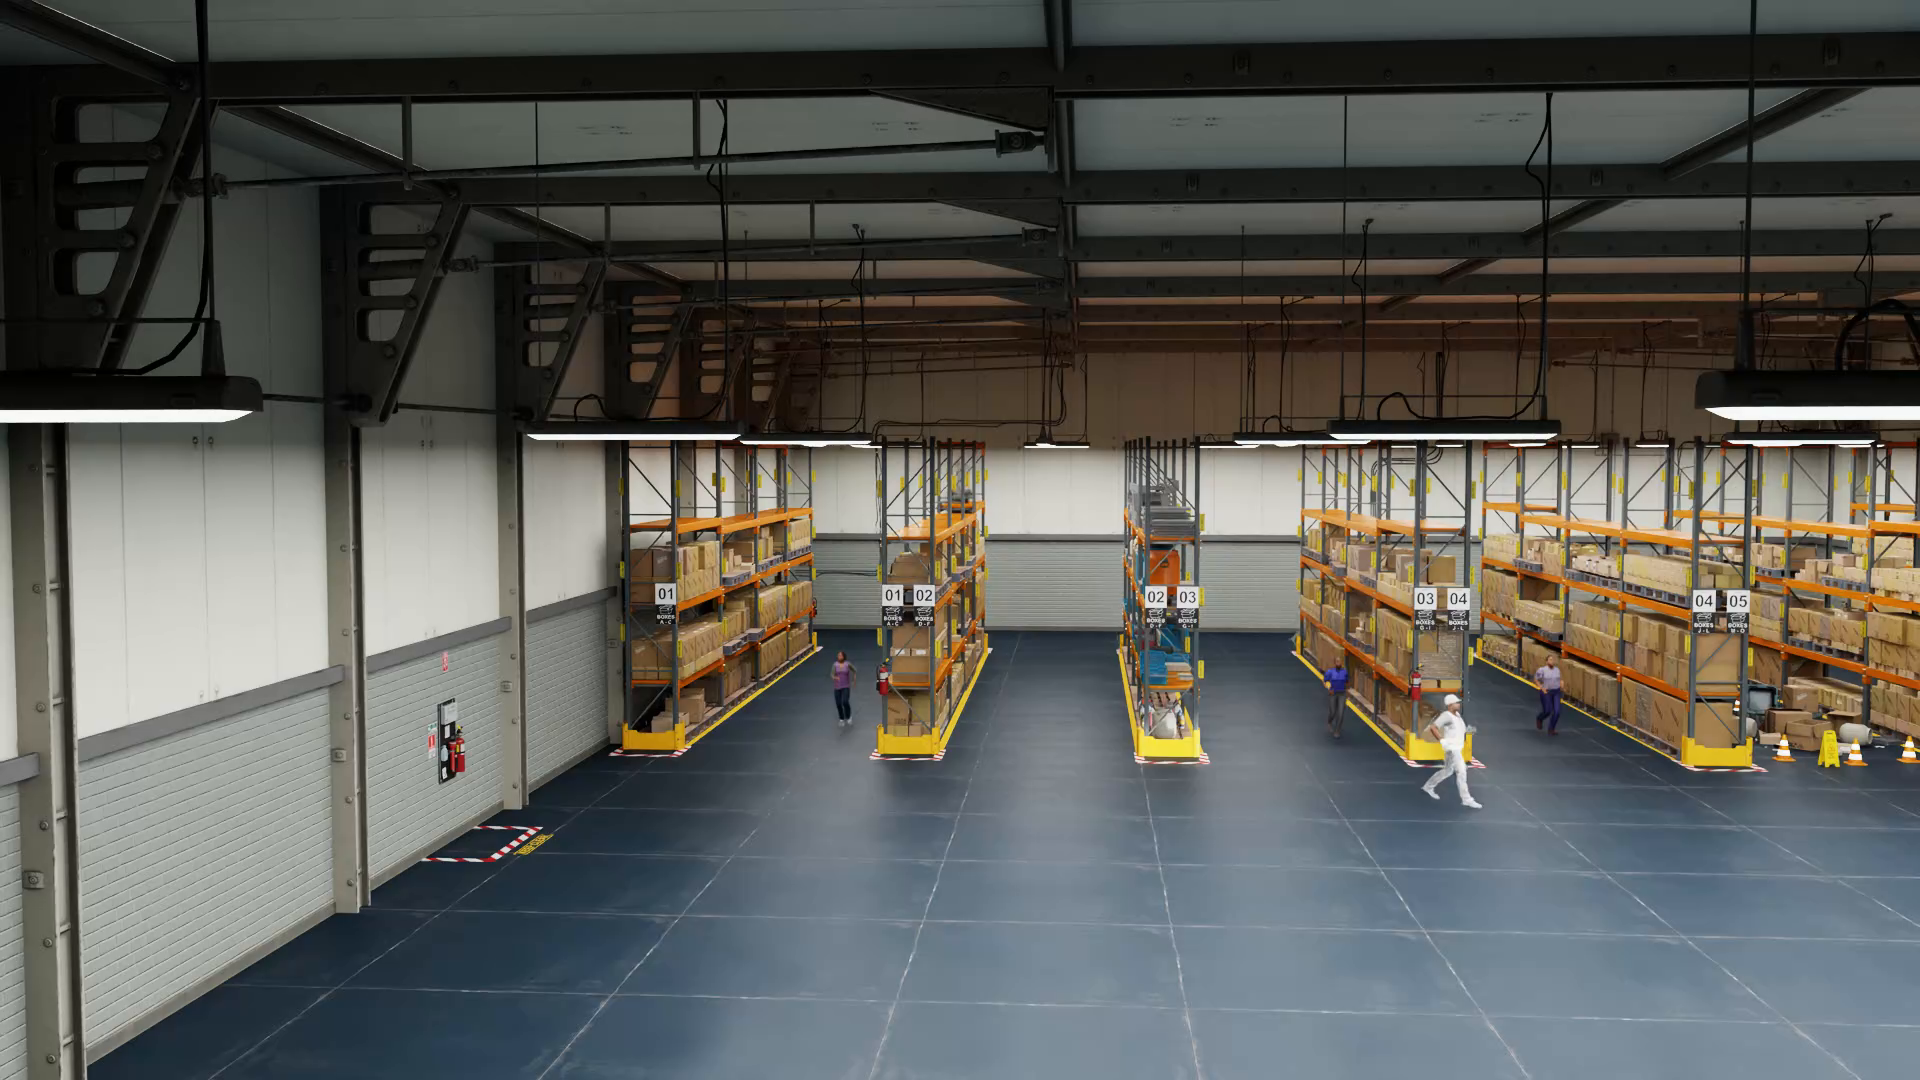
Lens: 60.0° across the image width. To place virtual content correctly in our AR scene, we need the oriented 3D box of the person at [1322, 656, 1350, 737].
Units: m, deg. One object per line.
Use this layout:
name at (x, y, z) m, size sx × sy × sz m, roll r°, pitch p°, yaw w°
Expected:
person at (7.561, 3.133, 33.356) m, size 0.564 × 1.609 × 0.548 m, roll 0°, pitch 3°, yaw -3°

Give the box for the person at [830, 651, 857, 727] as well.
person at (-2.423, 3.084, 34.402) m, size 0.527 × 1.586 × 0.650 m, roll 0°, pitch 3°, yaw 7°

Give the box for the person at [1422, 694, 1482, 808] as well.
person at (7.922, 3.366, 26.742) m, size 0.988 × 1.777 × 0.680 m, roll 2°, pitch 3°, yaw 29°

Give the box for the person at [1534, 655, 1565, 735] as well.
person at (11.947, 3.129, 33.656) m, size 0.604 × 1.585 × 0.572 m, roll 0°, pitch 3°, yaw -6°

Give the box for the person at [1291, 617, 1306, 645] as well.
person at (10.073, 2.257, 48.086) m, size 0.961 × 1.744 × 0.712 m, roll 1°, pitch 3°, yaw 17°
